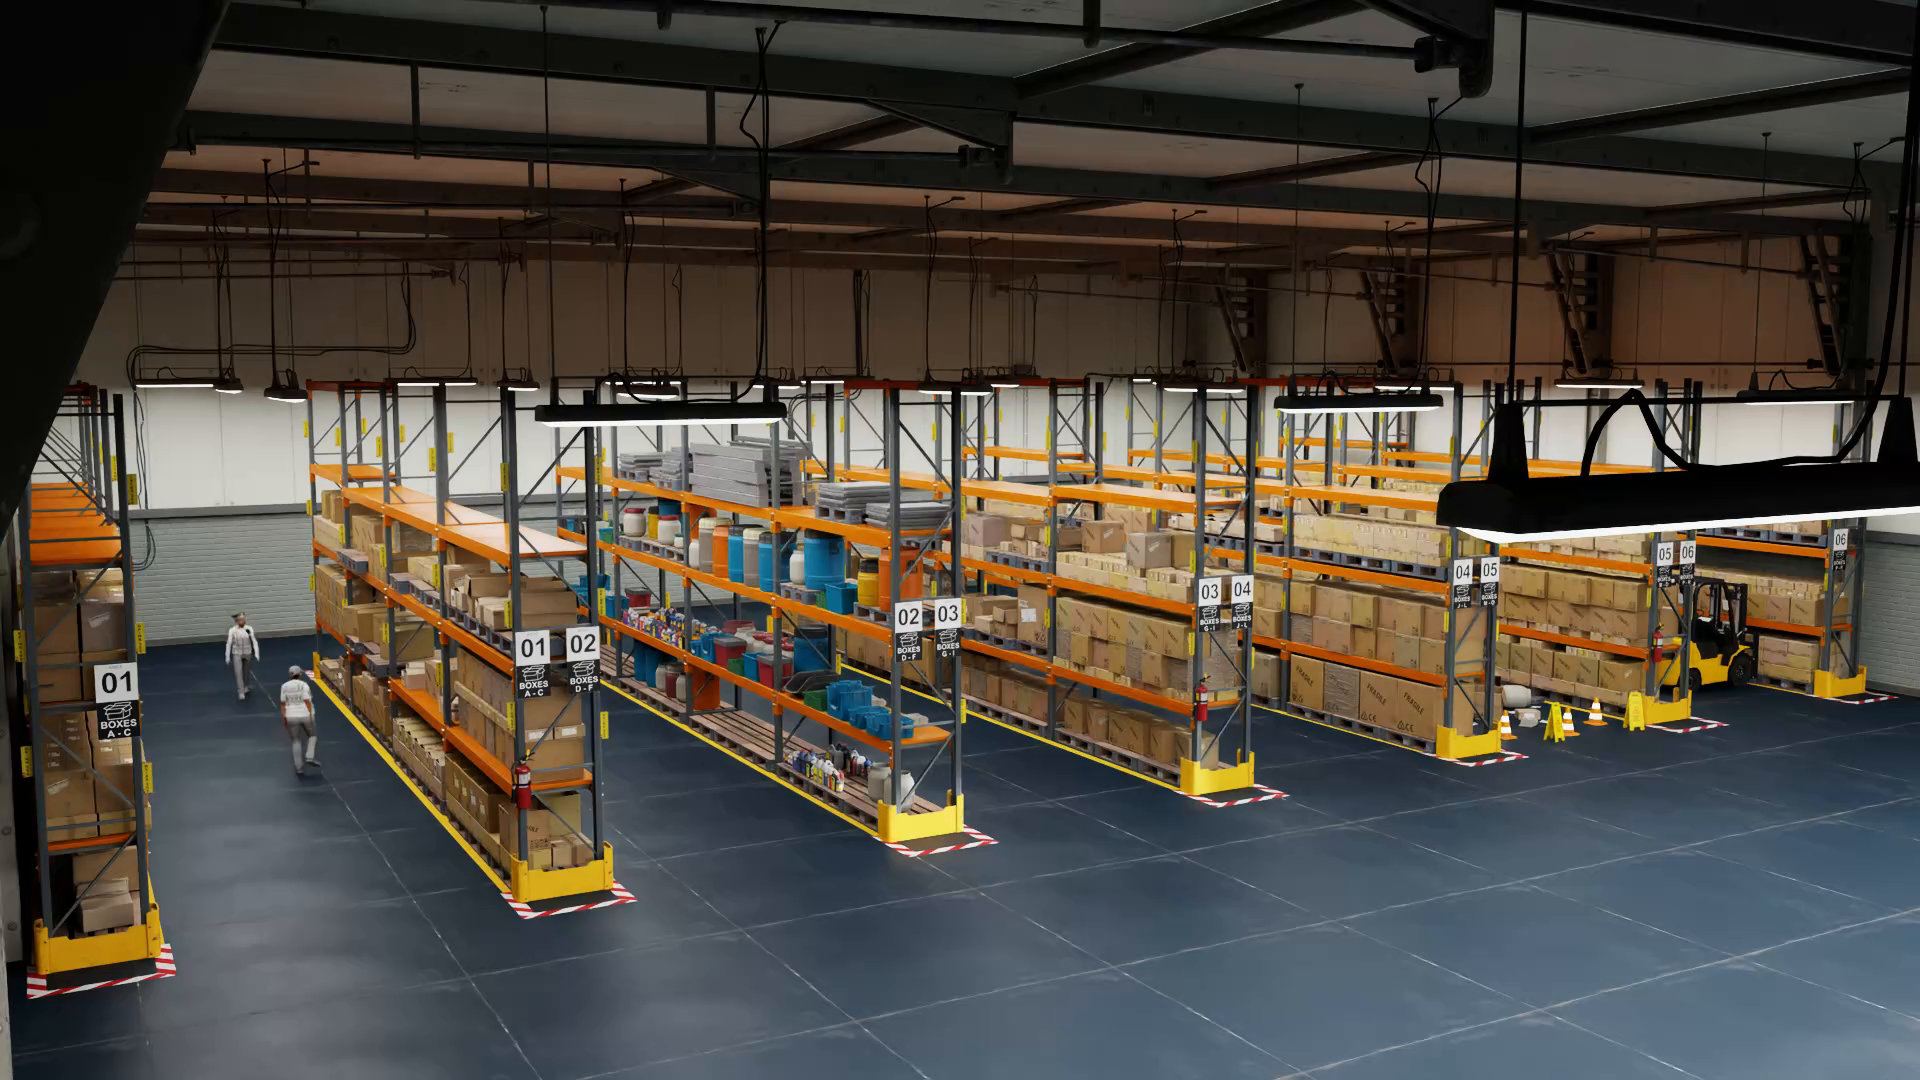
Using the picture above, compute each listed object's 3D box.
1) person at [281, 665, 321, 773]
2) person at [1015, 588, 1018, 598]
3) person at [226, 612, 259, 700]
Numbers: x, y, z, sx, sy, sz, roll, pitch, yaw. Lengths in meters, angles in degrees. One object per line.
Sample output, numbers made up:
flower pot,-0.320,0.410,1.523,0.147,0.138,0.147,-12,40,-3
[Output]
person,-10.221,2.768,25.755,0.545,1.652,0.514,-2,6,-20
person,1.617,0.861,43.226,0.583,1.743,0.984,5,8,40
person,-13.582,2.160,31.469,0.578,1.613,1.041,-3,7,-28
